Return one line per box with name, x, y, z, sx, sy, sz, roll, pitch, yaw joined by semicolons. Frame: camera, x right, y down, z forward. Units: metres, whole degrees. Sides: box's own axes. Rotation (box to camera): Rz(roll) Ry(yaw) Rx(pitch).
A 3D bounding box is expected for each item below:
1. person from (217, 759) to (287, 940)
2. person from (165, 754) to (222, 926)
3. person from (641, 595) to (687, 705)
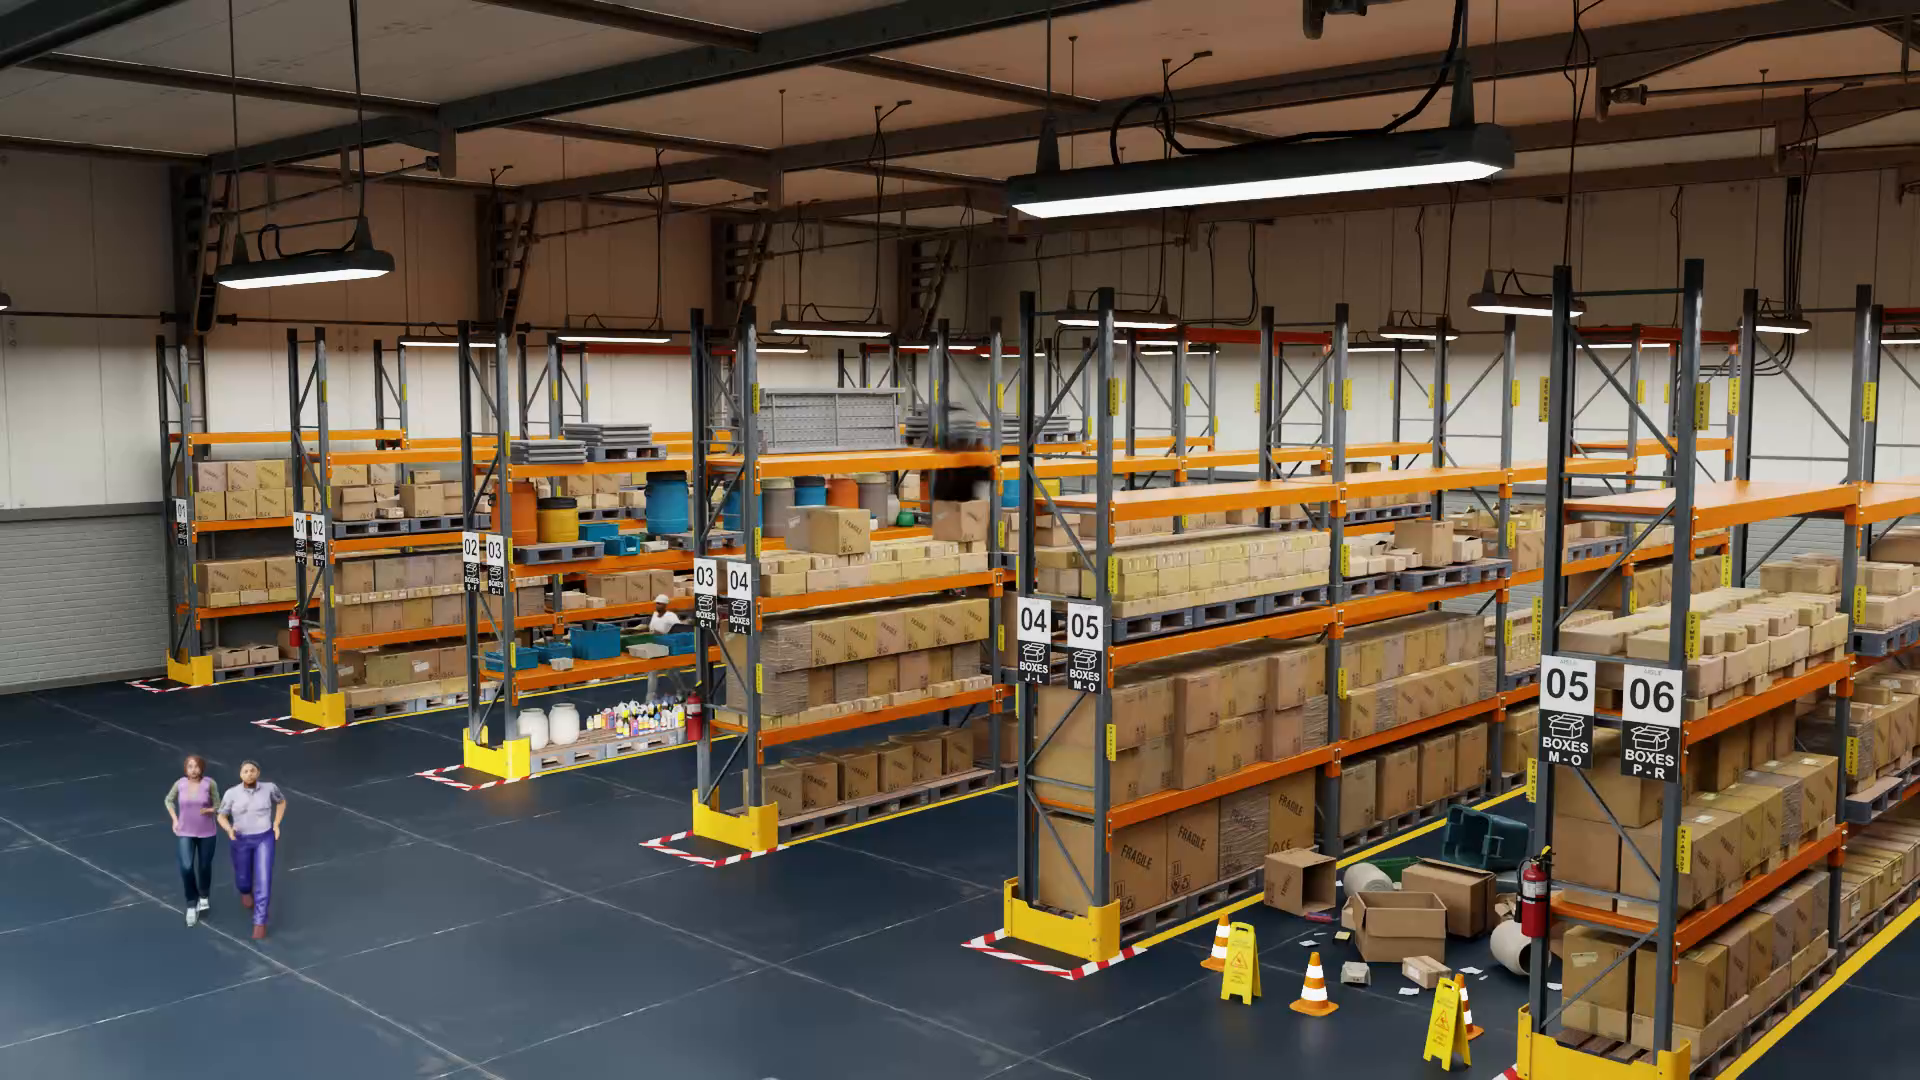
person;-6.707;2.894;15.787;0.607;1.636;0.841;-2;6;-23
person;-7.351;2.871;15.991;0.516;1.628;0.658;-2;6;-24
person;-4.761;1.755;26.673;0.707;1.776;0.896;3;6;32
